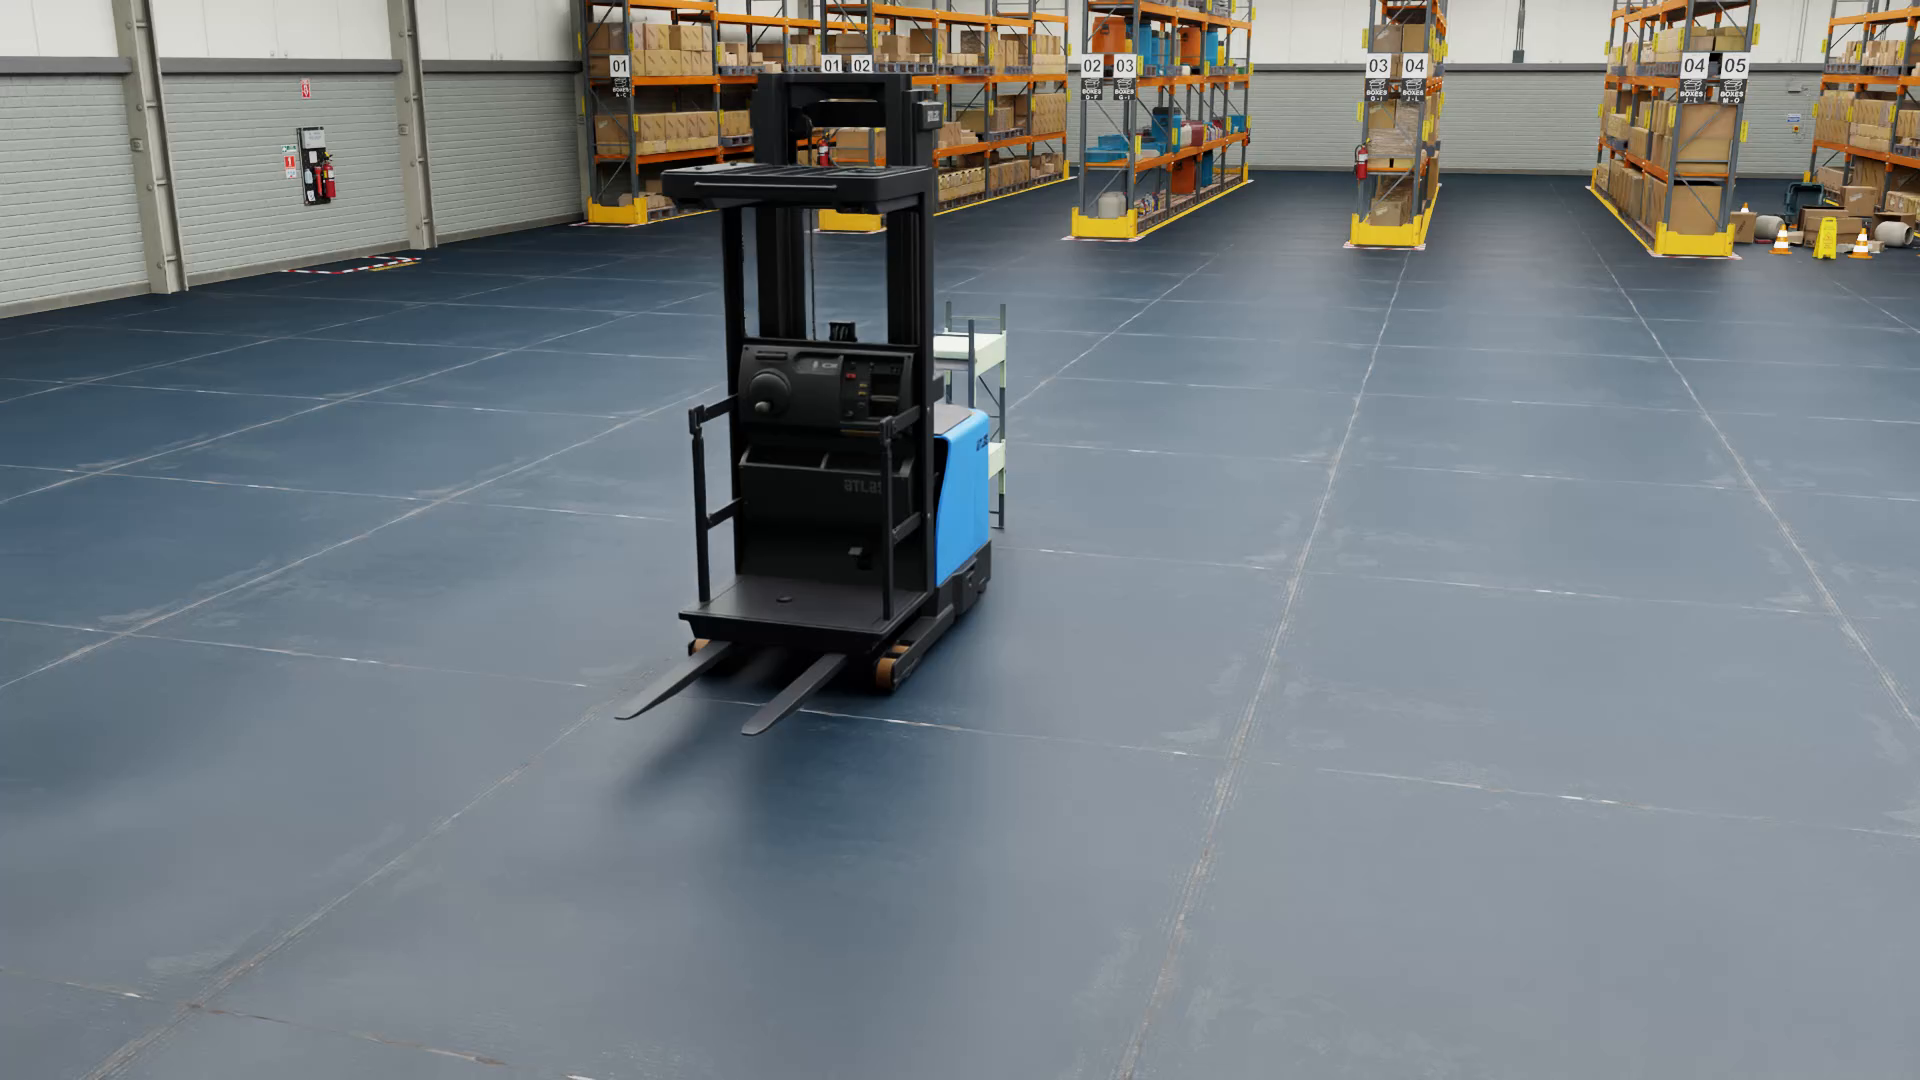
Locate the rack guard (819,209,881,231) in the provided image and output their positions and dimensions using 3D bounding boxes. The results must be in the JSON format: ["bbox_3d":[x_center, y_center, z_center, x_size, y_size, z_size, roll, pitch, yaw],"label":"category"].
[{"bbox_3d":[-2.097,-6.160,31.630,1.175,0.500,0.348,5,16,16],"label":"rack guard"}]

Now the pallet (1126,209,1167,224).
[{"bbox_3d":[3.564,-6.516,33.415,1.003,0.211,1.213,5,16,16],"label":"pallet"}]

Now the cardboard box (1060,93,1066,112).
[{"bbox_3d":[2.594,-11.946,45.433,0.500,0.500,0.500,4,16,15],"label":"cardboard box"}]

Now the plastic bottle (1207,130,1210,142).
[{"bbox_3d":[5.759,-9.468,38.939,0.152,0.276,0.135,5,16,16],"label":"plastic bottle"}]

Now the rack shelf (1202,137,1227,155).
[{"bbox_3d":[5.500,-9.254,39.275,1.077,0.370,4.000,5,16,16],"label":"rack shelf"}]

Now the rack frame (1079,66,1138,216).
[{"bbox_3d":[2.658,-6.983,29.953,1.000,3.000,0.127,5,16,16],"label":"rack frame"}]

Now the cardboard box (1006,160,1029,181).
[{"bbox_3d":[1.455,-9.366,42.127,0.500,0.500,0.500,5,16,16],"label":"cardboard box"}]

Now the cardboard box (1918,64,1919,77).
[{"bbox_3d":[18.903,-9.168,31.974,0.700,0.500,0.500,5,16,16],"label":"cardboard box"}]

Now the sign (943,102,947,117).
[{"bbox_3d":[-0.339,-10.020,38.682,0.100,0.325,0.005,5,16,16],"label":"sign"}]

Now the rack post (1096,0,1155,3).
[{"bbox_3d":[2.995,-9.817,29.865,0.937,0.300,0.954,7,17,22],"label":"rack post"}]

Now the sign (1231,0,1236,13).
[{"bbox_3d":[6.595,-12.865,40.079,0.100,0.325,0.005,5,16,16],"label":"sign"}]

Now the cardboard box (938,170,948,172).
[{"bbox_3d":[-0.535,-8.225,37.572,0.500,0.311,0.500,4,16,14],"label":"cardboard box"}]

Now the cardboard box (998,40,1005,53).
[{"bbox_3d":[0.730,-11.774,40.210,0.600,0.600,0.600,4,16,14],"label":"cardboard box"}]

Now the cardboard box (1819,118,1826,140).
[{"bbox_3d":[20.927,-9.827,39.796,0.500,0.500,0.500,4,16,15],"label":"cardboard box"}]

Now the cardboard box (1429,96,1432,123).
[{"bbox_3d":[8.680,-8.179,31.608,0.500,0.500,0.500,5,16,16],"label":"cardboard box"}]

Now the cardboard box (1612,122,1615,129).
[{"bbox_3d":[14.623,-9.141,36.705,0.380,0.149,0.250,4,16,15],"label":"cardboard box"}]

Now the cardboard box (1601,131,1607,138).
[{"bbox_3d":[16.114,-10.058,41.253,0.380,0.149,0.250,4,16,14],"label":"cardboard box"}]

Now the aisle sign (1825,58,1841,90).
[{"bbox_3d":[21.198,-11.309,40.439,0.394,0.787,0.004,5,16,16],"label":"aisle sign"}]

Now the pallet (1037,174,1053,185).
[{"bbox_3d":[1.861,-9.666,44.522,1.003,0.211,1.213,5,16,16],"label":"pallet"}]

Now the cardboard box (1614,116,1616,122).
[{"bbox_3d":[14.551,-9.219,36.434,0.380,0.149,0.250,5,17,18],"label":"cardboard box"}]

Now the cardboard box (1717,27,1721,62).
[{"bbox_3d":[12.681,-8.149,27.342,0.386,0.548,0.746,5,17,16],"label":"cardboard box"}]

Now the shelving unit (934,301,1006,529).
[{"bbox_3d":[-0.001,-0.721,10.622,0.431,1.500,0.748,5,16,16],"label":"shelving unit"}]

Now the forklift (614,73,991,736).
[{"bbox_3d":[-0.745,-0.786,8.229,1.130,2.935,3.031,5,17,17],"label":"forklift"}]

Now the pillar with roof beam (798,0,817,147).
[{"bbox_3d":[0.067,-13.694,42.617,9.100,9.000,0.400,5,16,16],"label":"pillar with roof beam"}]

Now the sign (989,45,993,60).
[{"bbox_3d":[0.713,-11.146,38.040,0.100,0.325,0.005,5,16,16],"label":"sign"}]

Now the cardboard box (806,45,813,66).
[{"bbox_3d":[1.160,-11.608,42.868,10.085,2.190,5.760,5,16,16],"label":"cardboard box"}]

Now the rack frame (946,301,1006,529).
[{"bbox_3d":[0.102,-0.816,10.956,0.400,1.500,0.023,5,16,16],"label":"rack frame"}]

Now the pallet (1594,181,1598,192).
[{"bbox_3d":[16.394,-8.803,41.479,1.003,0.211,1.213,5,16,16],"label":"pallet"}]

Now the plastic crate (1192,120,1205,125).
[{"bbox_3d":[5.874,-10.293,41.540,0.392,0.384,0.575,5,16,16],"label":"plastic crate"}]

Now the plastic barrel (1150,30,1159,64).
[{"bbox_3d":[3.731,-9.864,33.693,0.600,0.901,0.708,5,16,16],"label":"plastic barrel"}]

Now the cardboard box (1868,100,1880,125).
[{"bbox_3d":[19.514,-9.005,35.064,0.500,0.500,0.500,4,16,15],"label":"cardboard box"}]

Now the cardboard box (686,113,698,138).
[{"bbox_3d":[-5.831,-8.687,34.822,0.500,0.500,0.500,4,16,14],"label":"cardboard box"}]

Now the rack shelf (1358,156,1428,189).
[{"bbox_3d":[7.975,-6.776,30.542,1.077,0.370,4.000,5,16,16],"label":"rack shelf"}]

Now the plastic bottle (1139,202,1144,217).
[{"bbox_3d":[3.472,-6.333,31.853,0.097,0.271,0.097,0,16,0],"label":"plastic bottle"}]

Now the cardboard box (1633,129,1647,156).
[{"bbox_3d":[13.592,-7.838,32.781,0.500,0.500,0.500,4,16,15],"label":"cardboard box"}]

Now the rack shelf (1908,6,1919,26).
[{"bbox_3d":[18.613,-9.748,30.758,1.077,0.370,4.000,5,16,16],"label":"rack shelf"}]

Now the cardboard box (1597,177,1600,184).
[{"bbox_3d":[15.987,-8.894,41.143,0.380,0.149,0.250,5,17,17],"label":"cardboard box"}]

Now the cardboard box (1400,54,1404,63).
[{"bbox_3d":[7.707,-8.216,28.347,0.380,0.149,0.250,5,16,15],"label":"cardboard box"}]

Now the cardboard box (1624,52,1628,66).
[{"bbox_3d":[15.092,-10.716,37.010,0.500,0.311,0.500,4,16,15],"label":"cardboard box"}]

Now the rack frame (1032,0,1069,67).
[{"bbox_3d":[2.457,-14.441,45.250,1.000,3.000,0.127,5,16,16],"label":"rack frame"}]

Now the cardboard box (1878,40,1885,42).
[{"bbox_3d":[20.687,-10.849,36.949,0.500,0.500,0.500,5,17,17],"label":"cardboard box"}]

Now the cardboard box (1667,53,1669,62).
[{"bbox_3d":[12.337,-8.273,28.510,0.380,0.149,0.250,5,17,17],"label":"cardboard box"}]

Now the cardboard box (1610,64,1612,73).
[{"bbox_3d":[16.020,-11.374,40.212,0.500,0.250,0.500,4,16,14],"label":"cardboard box"}]

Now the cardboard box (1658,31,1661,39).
[{"bbox_3d":[12.841,-9.122,30.042,0.380,0.149,0.250,5,17,16],"label":"cardboard box"}]

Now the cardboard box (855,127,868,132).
[{"bbox_3d":[-1.772,-7.815,31.512,0.380,0.149,0.250,5,16,15],"label":"cardboard box"}]

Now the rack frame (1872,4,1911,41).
[{"bbox_3d":[20.322,-11.856,36.139,0.949,2.616,0.053,5,16,16],"label":"rack frame"}]

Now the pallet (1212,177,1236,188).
[{"bbox_3d":[6.585,-9.297,43.220,1.003,0.211,1.213,5,16,16],"label":"pallet"}]

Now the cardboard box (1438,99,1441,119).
[{"bbox_3d":[12.067,-11.069,42.713,0.500,0.500,0.500,5,17,17],"label":"cardboard box"}]

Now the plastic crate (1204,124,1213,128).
[{"bbox_3d":[6.360,-10.656,43.097,0.416,0.233,0.300,5,16,16],"label":"plastic crate"}]

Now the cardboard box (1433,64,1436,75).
[{"bbox_3d":[9.507,-9.658,34.160,0.500,0.250,0.500,5,17,17],"label":"cardboard box"}]

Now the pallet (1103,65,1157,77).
[{"bbox_3d":[2.987,-8.544,30.306,1.003,0.211,1.213,5,16,16],"label":"pallet"}]

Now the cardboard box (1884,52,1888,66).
[{"bbox_3d":[19.238,-9.892,34.186,0.405,0.266,0.271,5,17,16],"label":"cardboard box"}]

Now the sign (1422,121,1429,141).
[{"bbox_3d":[7.927,-6.974,28.333,0.100,0.325,0.005,5,16,16],"label":"sign"}]

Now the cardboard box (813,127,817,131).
[{"bbox_3d":[-3.884,-10.419,41.300,0.500,0.500,0.500,5,16,16],"label":"cardboard box"}]

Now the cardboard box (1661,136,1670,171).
[{"bbox_3d":[12.331,-6.507,27.997,0.875,0.550,0.550,5,16,16],"label":"cardboard box"}]
